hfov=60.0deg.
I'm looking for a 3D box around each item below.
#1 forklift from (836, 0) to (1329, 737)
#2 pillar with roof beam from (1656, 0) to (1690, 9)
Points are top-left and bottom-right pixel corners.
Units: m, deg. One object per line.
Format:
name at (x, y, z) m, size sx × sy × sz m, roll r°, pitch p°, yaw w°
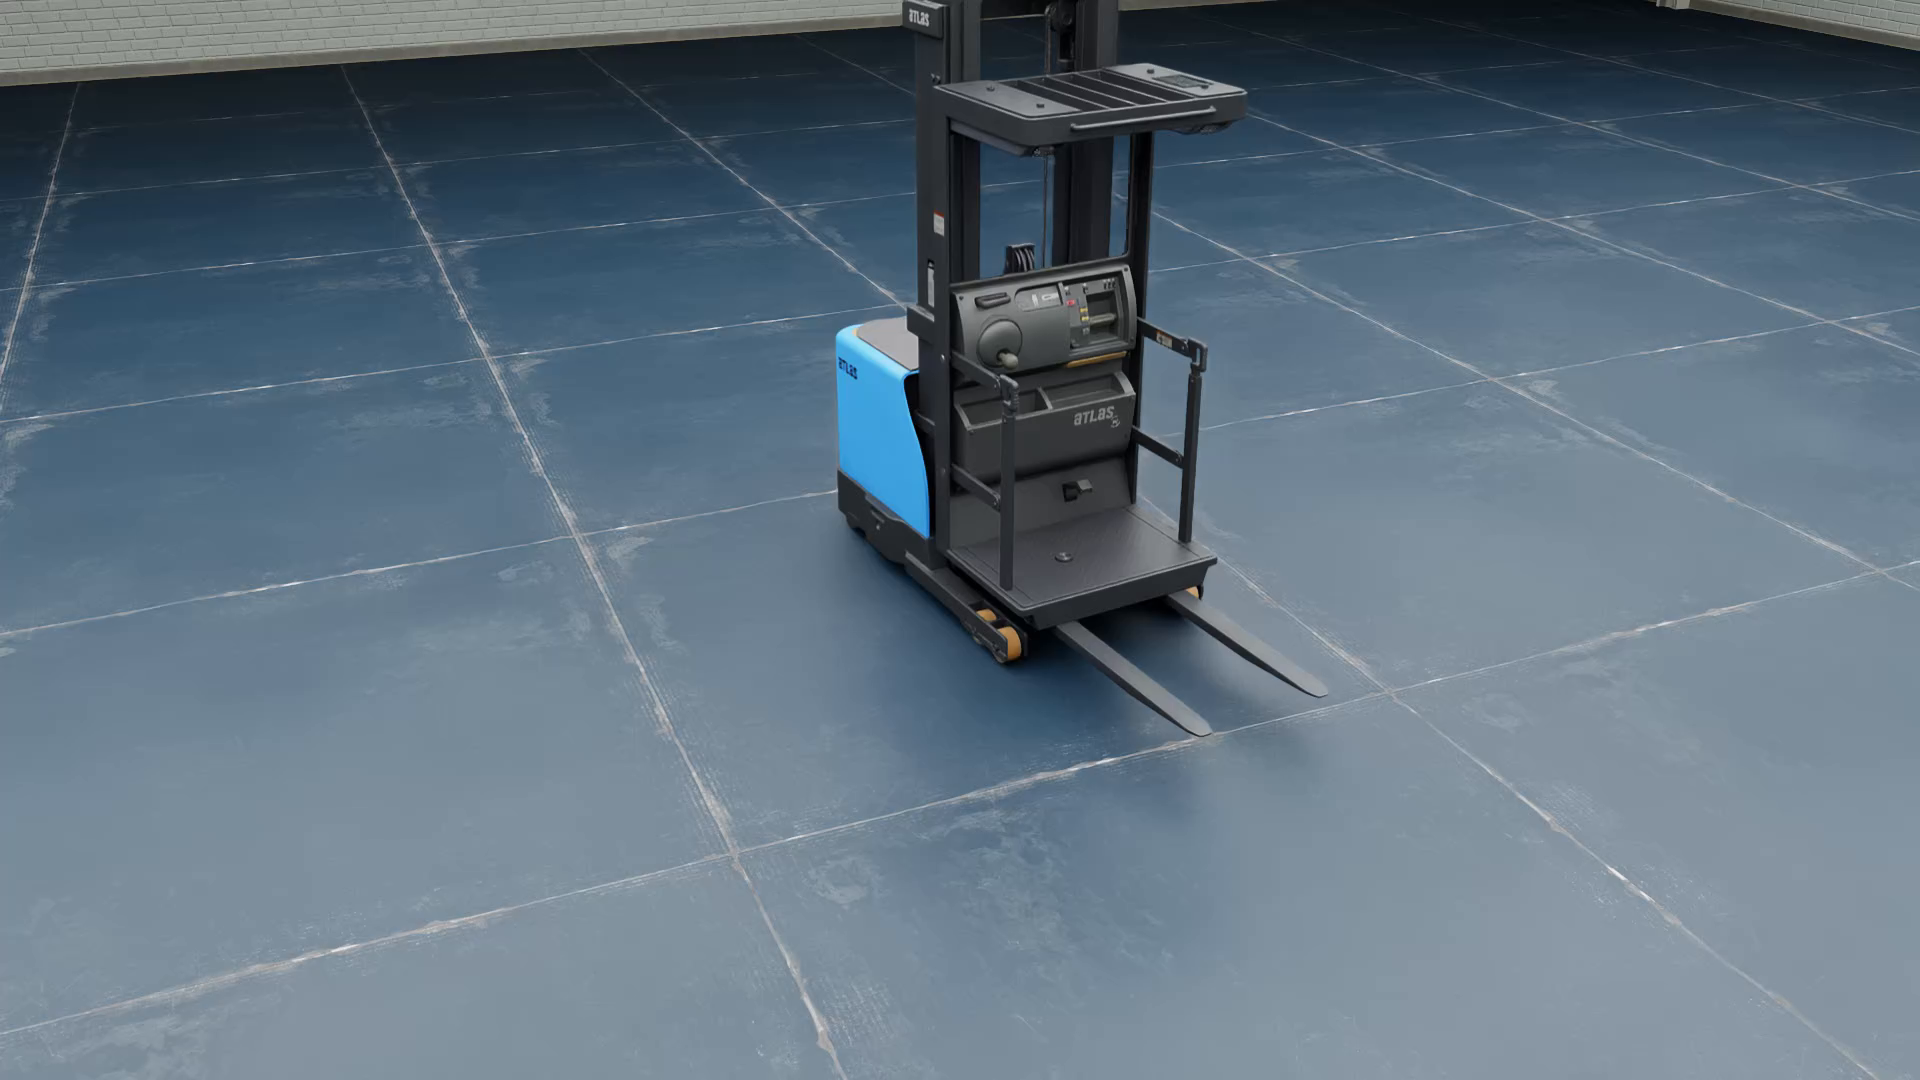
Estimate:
forklift at (0.508, -0.983, 7.422) m, size 1.130 × 2.935 × 3.031 m, roll -14°, pitch 29°, yaw -26°
pillar with roof beam at (6.957, -11.467, 21.979) m, size 9.100 × 9.000 × 0.400 m, roll -11°, pitch 28°, yaw -21°
